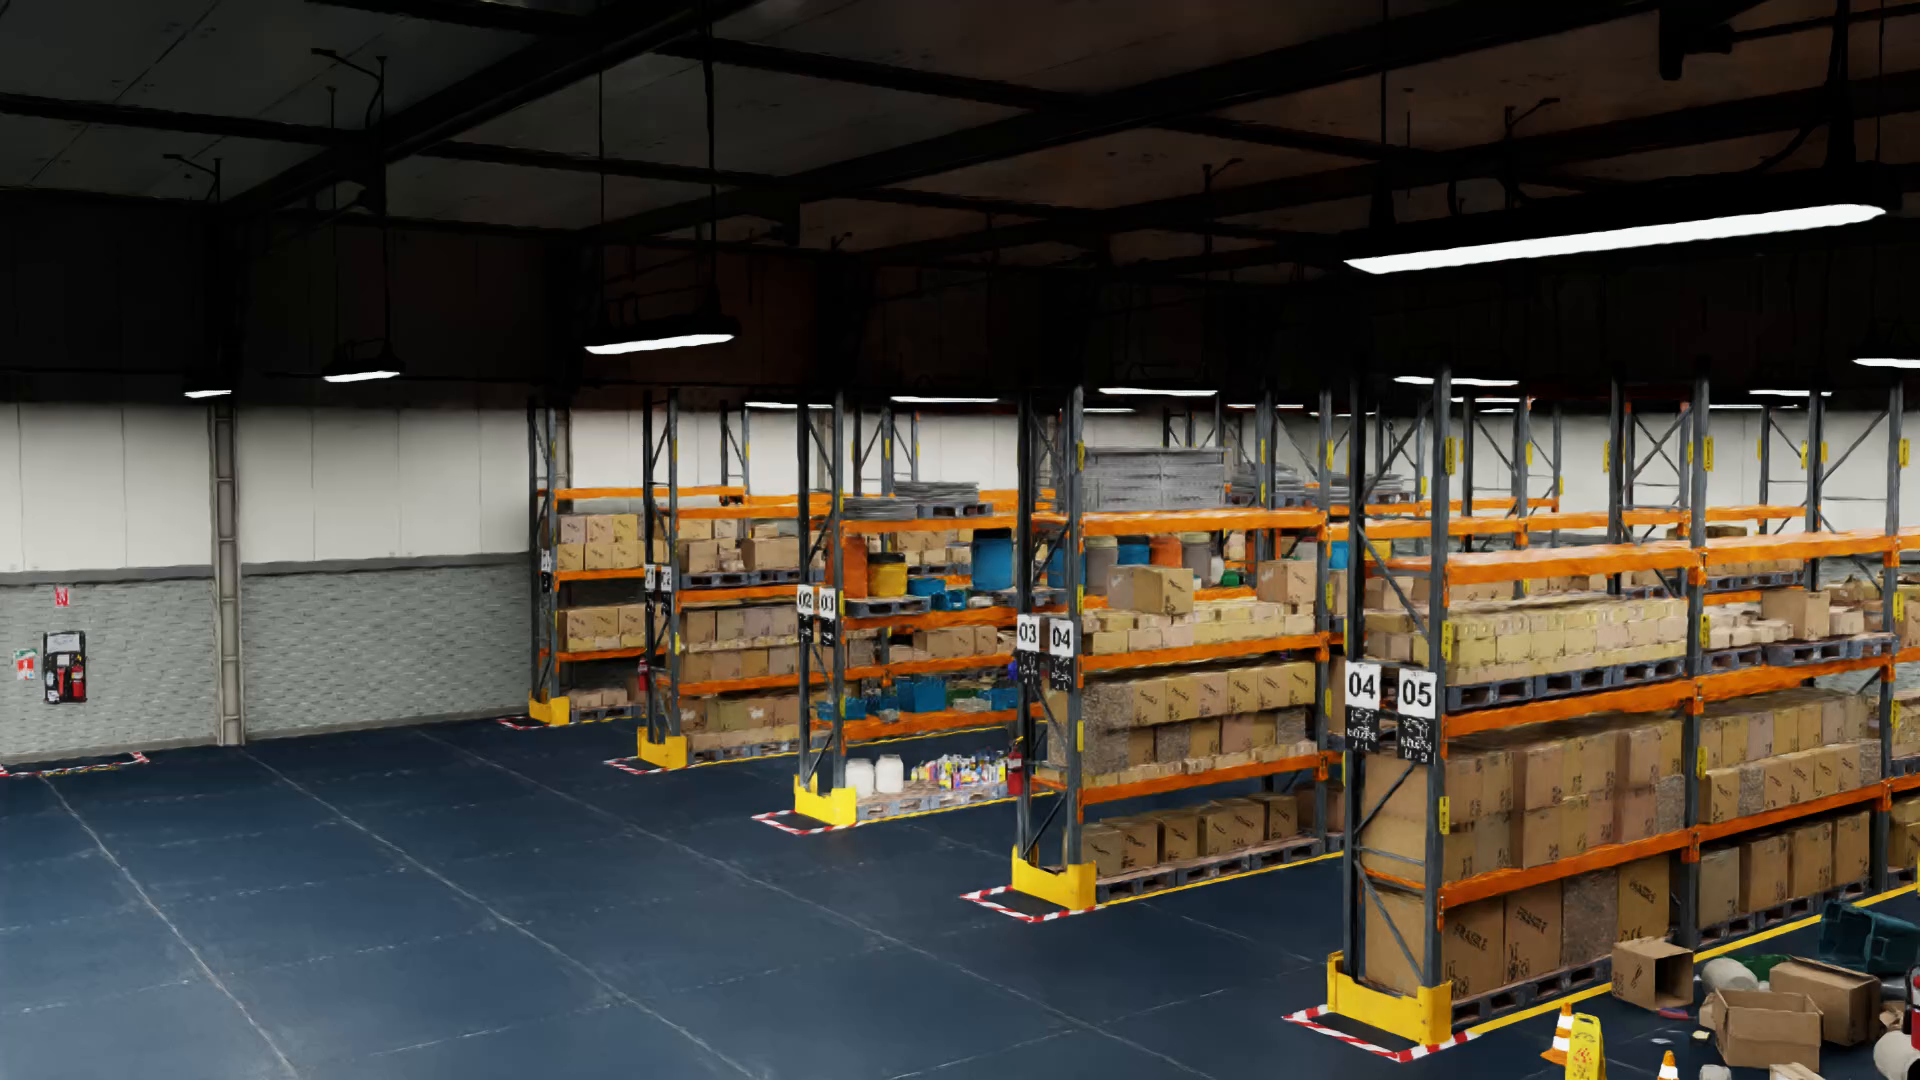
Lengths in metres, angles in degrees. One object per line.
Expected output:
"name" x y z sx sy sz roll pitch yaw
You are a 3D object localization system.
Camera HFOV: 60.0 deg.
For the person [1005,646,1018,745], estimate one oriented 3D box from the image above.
"person" 0.988 2.680 28.480 0.352 1.724 0.526 2 4 26
